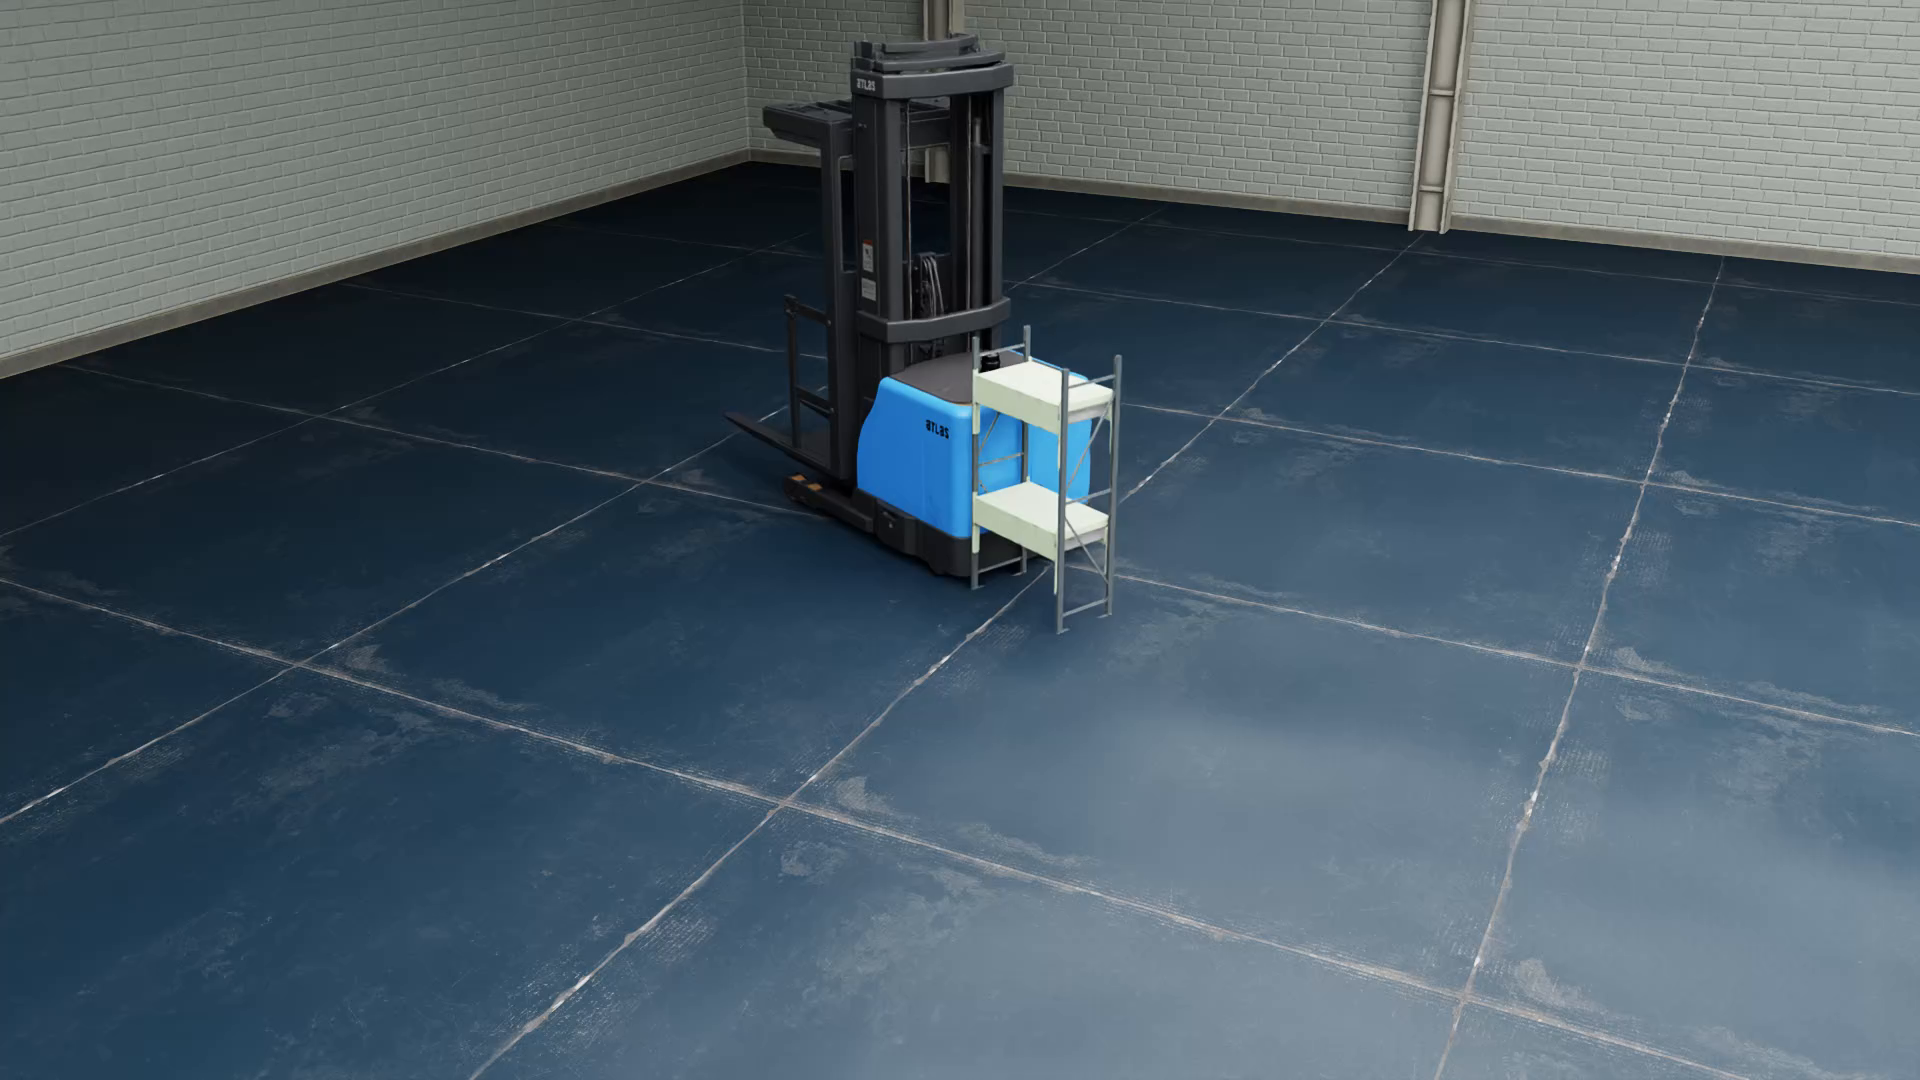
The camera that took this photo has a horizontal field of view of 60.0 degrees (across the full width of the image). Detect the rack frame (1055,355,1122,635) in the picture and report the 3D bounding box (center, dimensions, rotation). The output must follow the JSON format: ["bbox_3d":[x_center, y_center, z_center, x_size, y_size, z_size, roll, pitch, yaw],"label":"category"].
[{"bbox_3d":[0.681,-0.224,8.861,0.400,1.500,0.023,-17,28,-35],"label":"rack frame"}]

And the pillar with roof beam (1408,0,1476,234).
[{"bbox_3d":[3.214,-6.057,12.993,0.400,9.000,9.100,11,25,25],"label":"pillar with roof beam"}]

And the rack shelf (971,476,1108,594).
[{"bbox_3d":[0.454,-0.037,9.253,0.431,0.370,0.720,-17,28,-35],"label":"rack shelf"}]

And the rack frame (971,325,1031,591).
[{"bbox_3d":[0.227,-0.449,9.390,0.400,1.500,0.023,-17,28,-35],"label":"rack frame"}]

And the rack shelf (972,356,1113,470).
[{"bbox_3d":[0.454,-0.696,8.973,0.431,0.370,0.720,-17,28,-35],"label":"rack shelf"}]

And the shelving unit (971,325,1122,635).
[{"bbox_3d":[0.454,-0.337,9.126,0.431,1.500,0.755,-17,28,-35],"label":"shelving unit"}]

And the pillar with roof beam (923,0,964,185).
[{"bbox_3d":[-2.141,-7.116,15.485,0.400,9.000,9.100,11,25,25],"label":"pillar with roof beam"}]

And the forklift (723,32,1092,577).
[{"bbox_3d":[-0.498,-1.649,10.383,1.130,2.935,3.031,-17,28,-34],"label":"forklift"}]
